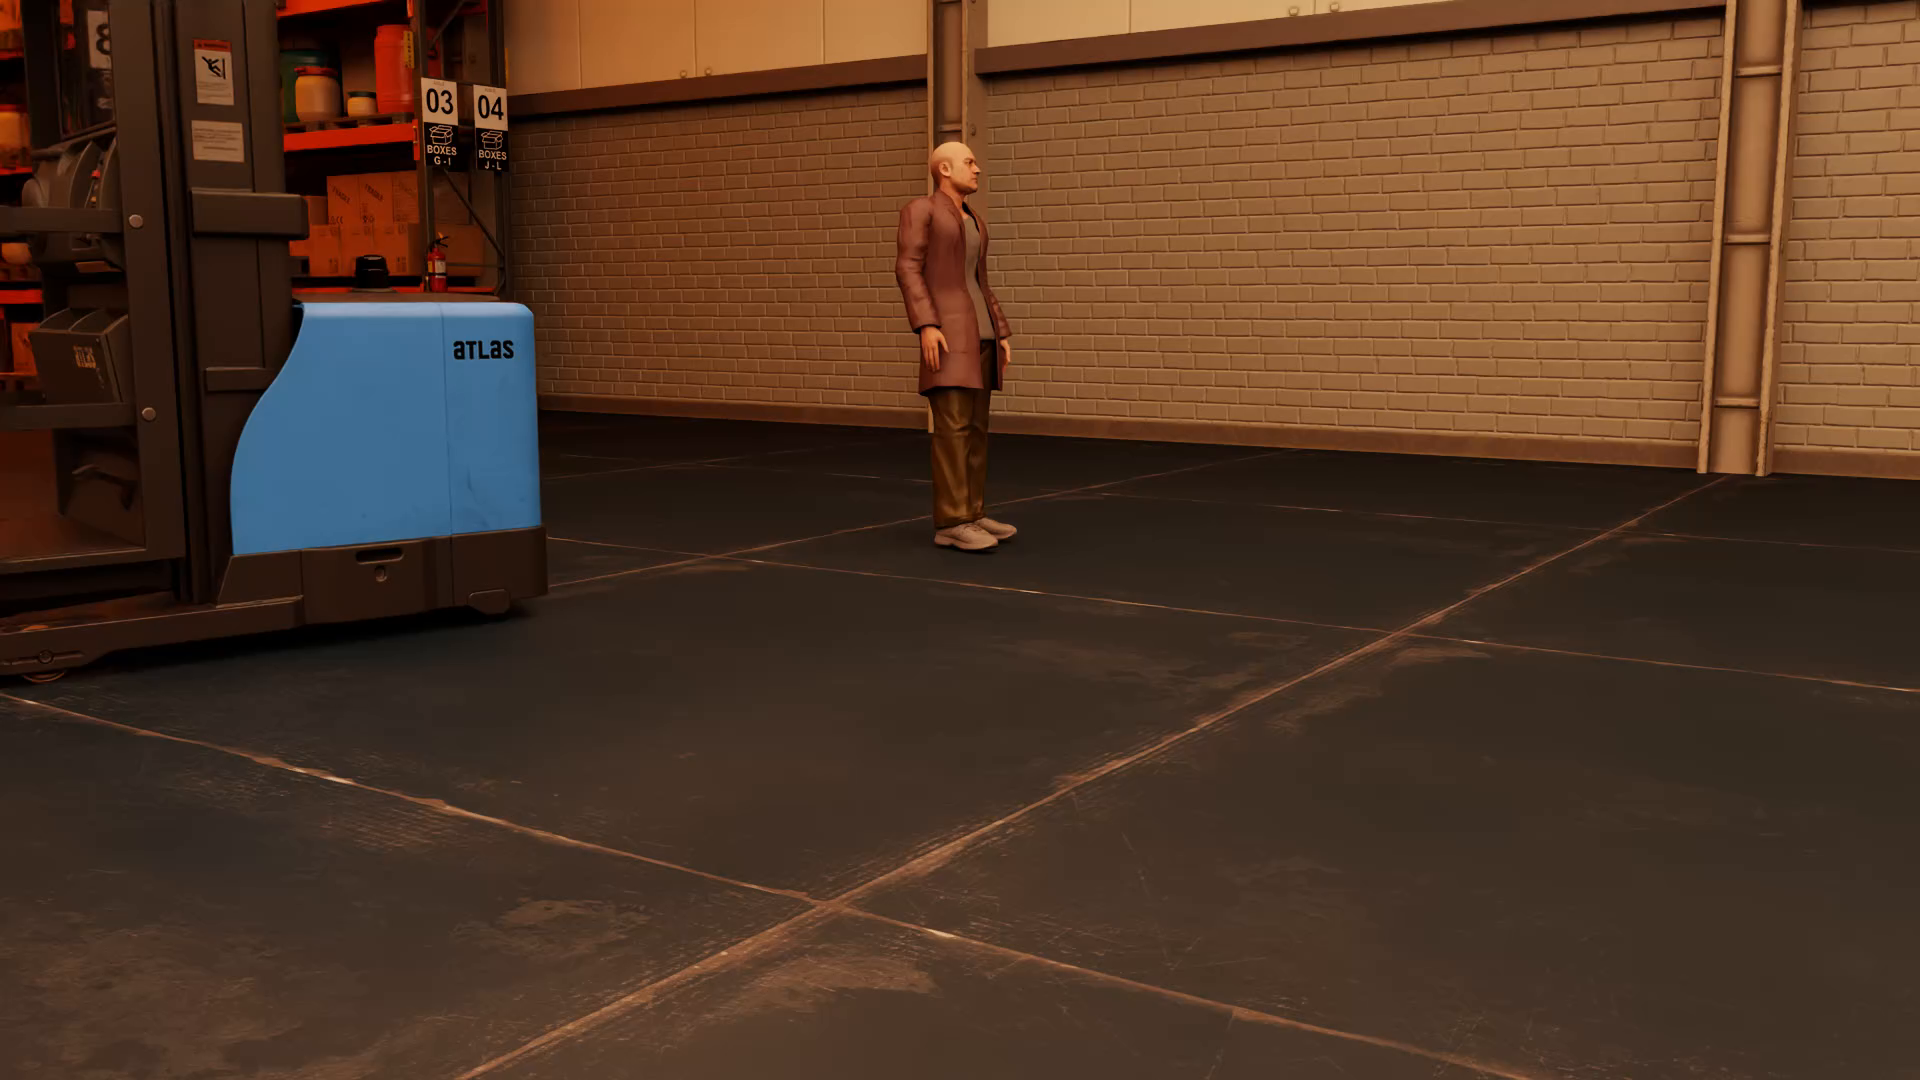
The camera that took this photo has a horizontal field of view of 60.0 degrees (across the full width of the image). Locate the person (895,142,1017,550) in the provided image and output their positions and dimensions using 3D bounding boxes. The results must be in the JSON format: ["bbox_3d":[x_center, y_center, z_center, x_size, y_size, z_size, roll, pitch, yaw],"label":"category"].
[{"bbox_3d":[0.072,-0.879,7.423,0.582,1.775,0.696,5,10,34],"label":"person"}]

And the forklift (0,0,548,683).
[{"bbox_3d":[-2.885,-1.109,4.992,3.031,2.935,1.130,-7,11,-40],"label":"forklift"}]
